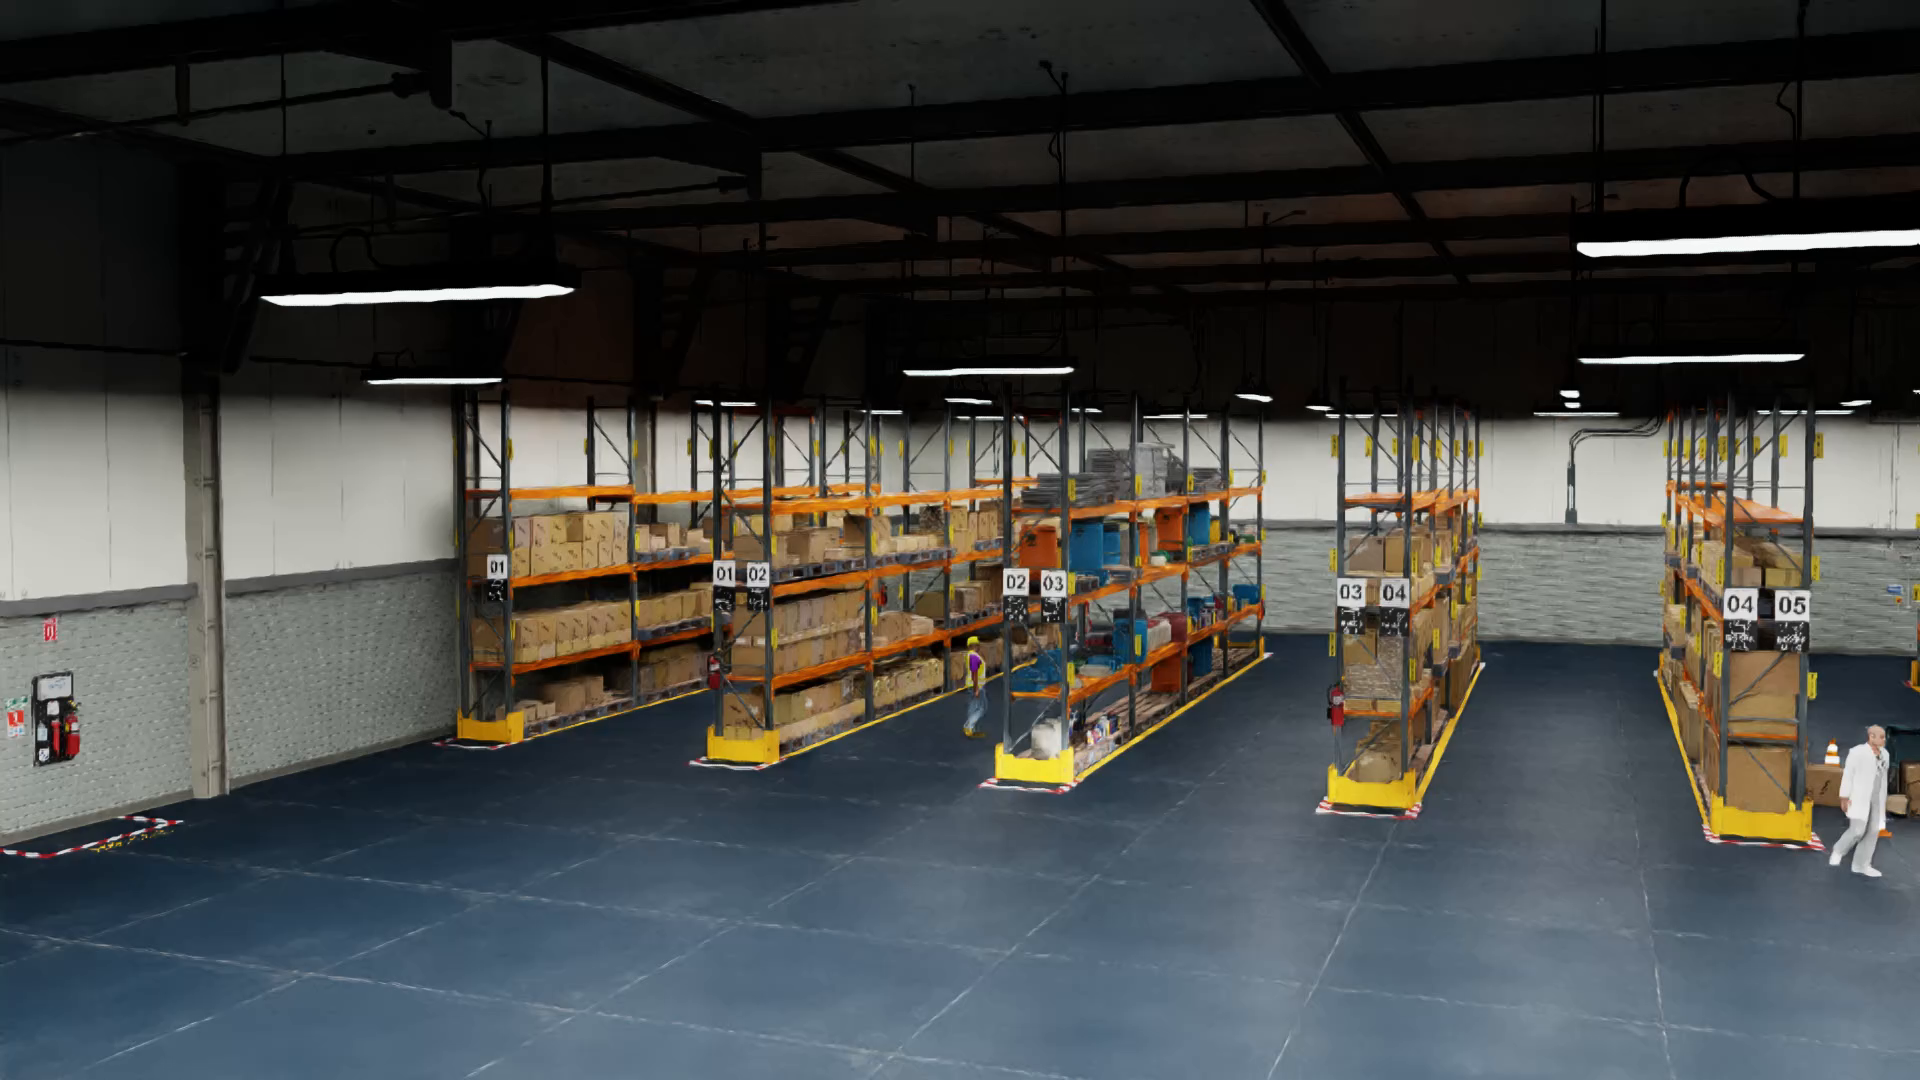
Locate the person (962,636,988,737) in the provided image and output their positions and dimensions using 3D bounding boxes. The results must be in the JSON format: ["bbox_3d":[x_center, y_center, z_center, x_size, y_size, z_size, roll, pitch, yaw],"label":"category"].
[{"bbox_3d":[0.239,2.535,28.755,0.447,1.762,0.602,-1,3,-10],"label":"person"}]

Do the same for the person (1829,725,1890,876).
[{"bbox_3d":[10.603,3.040,19.575,0.627,1.772,0.593,-1,3,-14],"label":"person"}]

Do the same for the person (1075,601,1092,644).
[{"bbox_3d":[2.676,2.148,35.292,0.454,1.788,0.601,0,3,-7],"label":"person"}]
